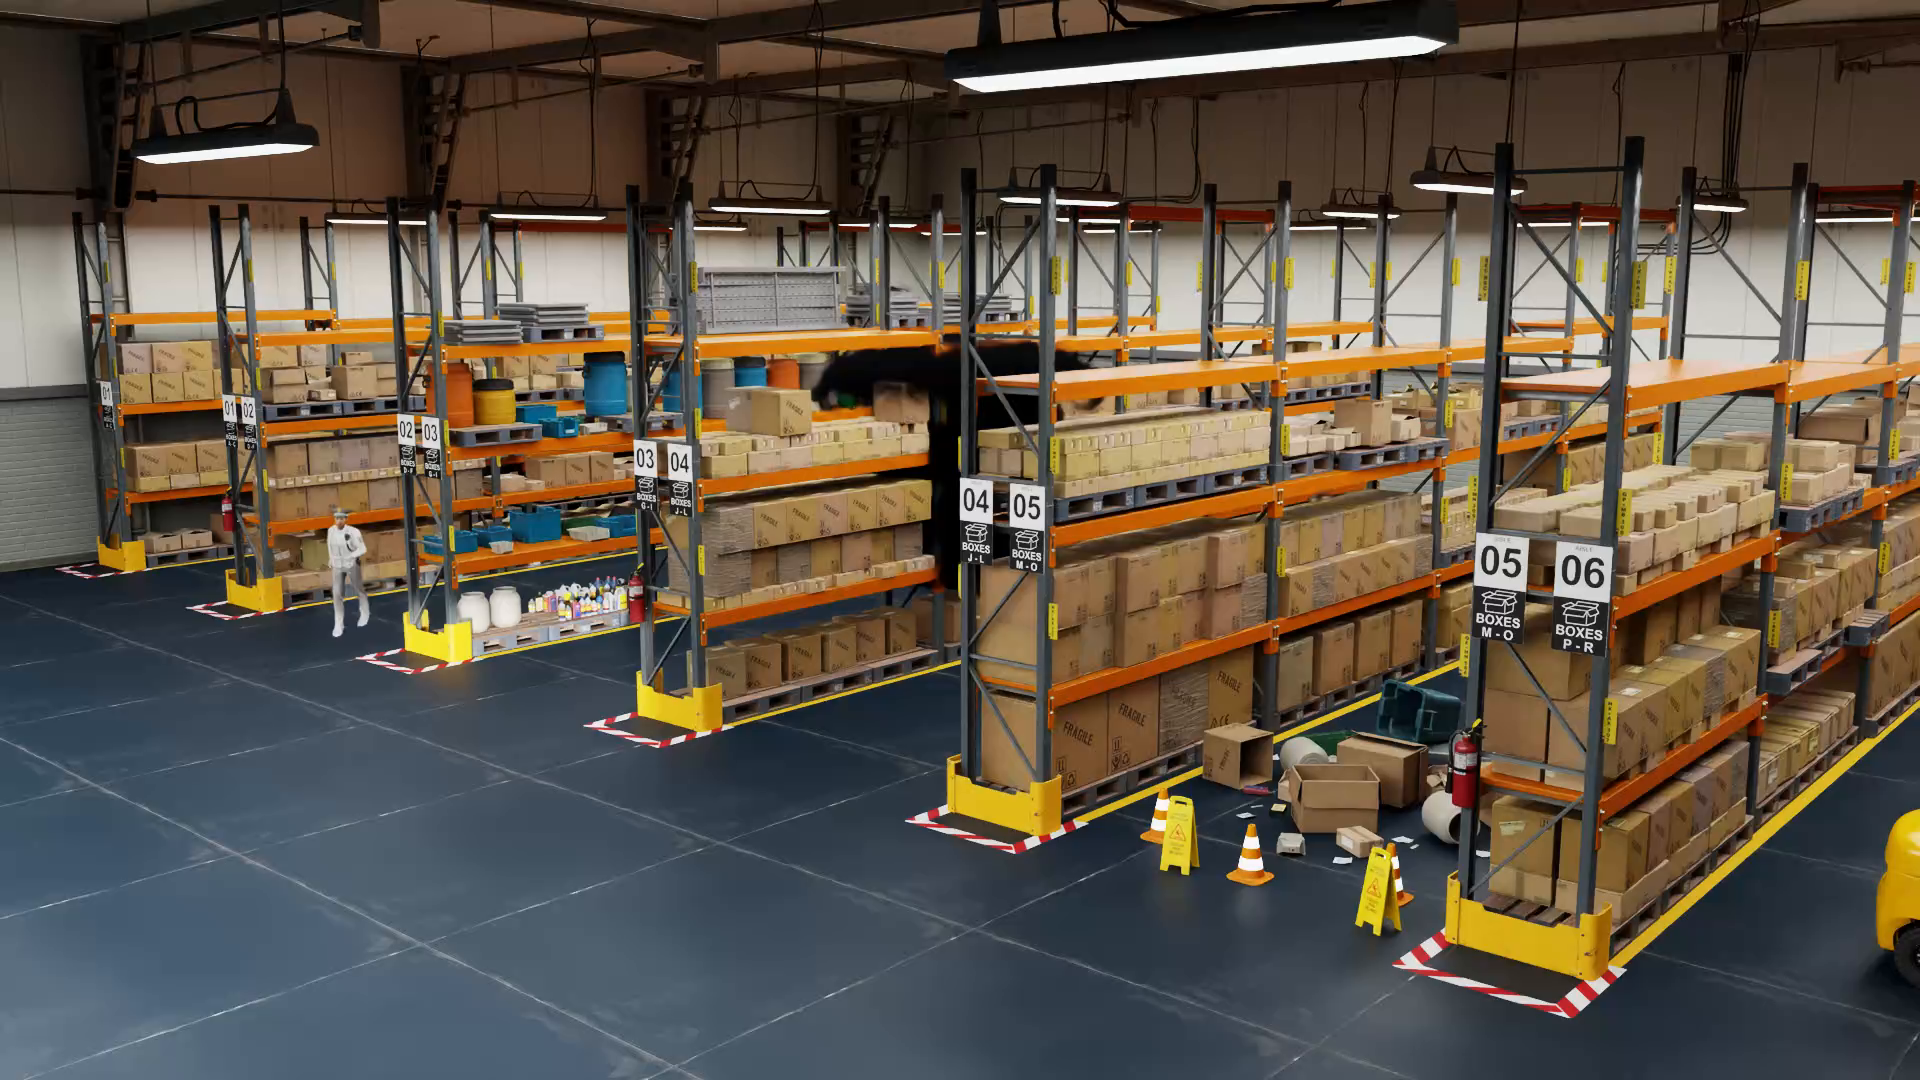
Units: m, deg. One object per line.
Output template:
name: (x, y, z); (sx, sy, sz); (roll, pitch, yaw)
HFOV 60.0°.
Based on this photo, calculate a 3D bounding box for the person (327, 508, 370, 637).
person: (-8.248, 0.380, 22.378); (0.583, 1.700, 0.887); (0, 9, 0)

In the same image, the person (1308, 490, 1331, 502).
person: (5.713, -0.090, 26.487); (0.629, 1.800, 0.726); (6, 11, 33)
